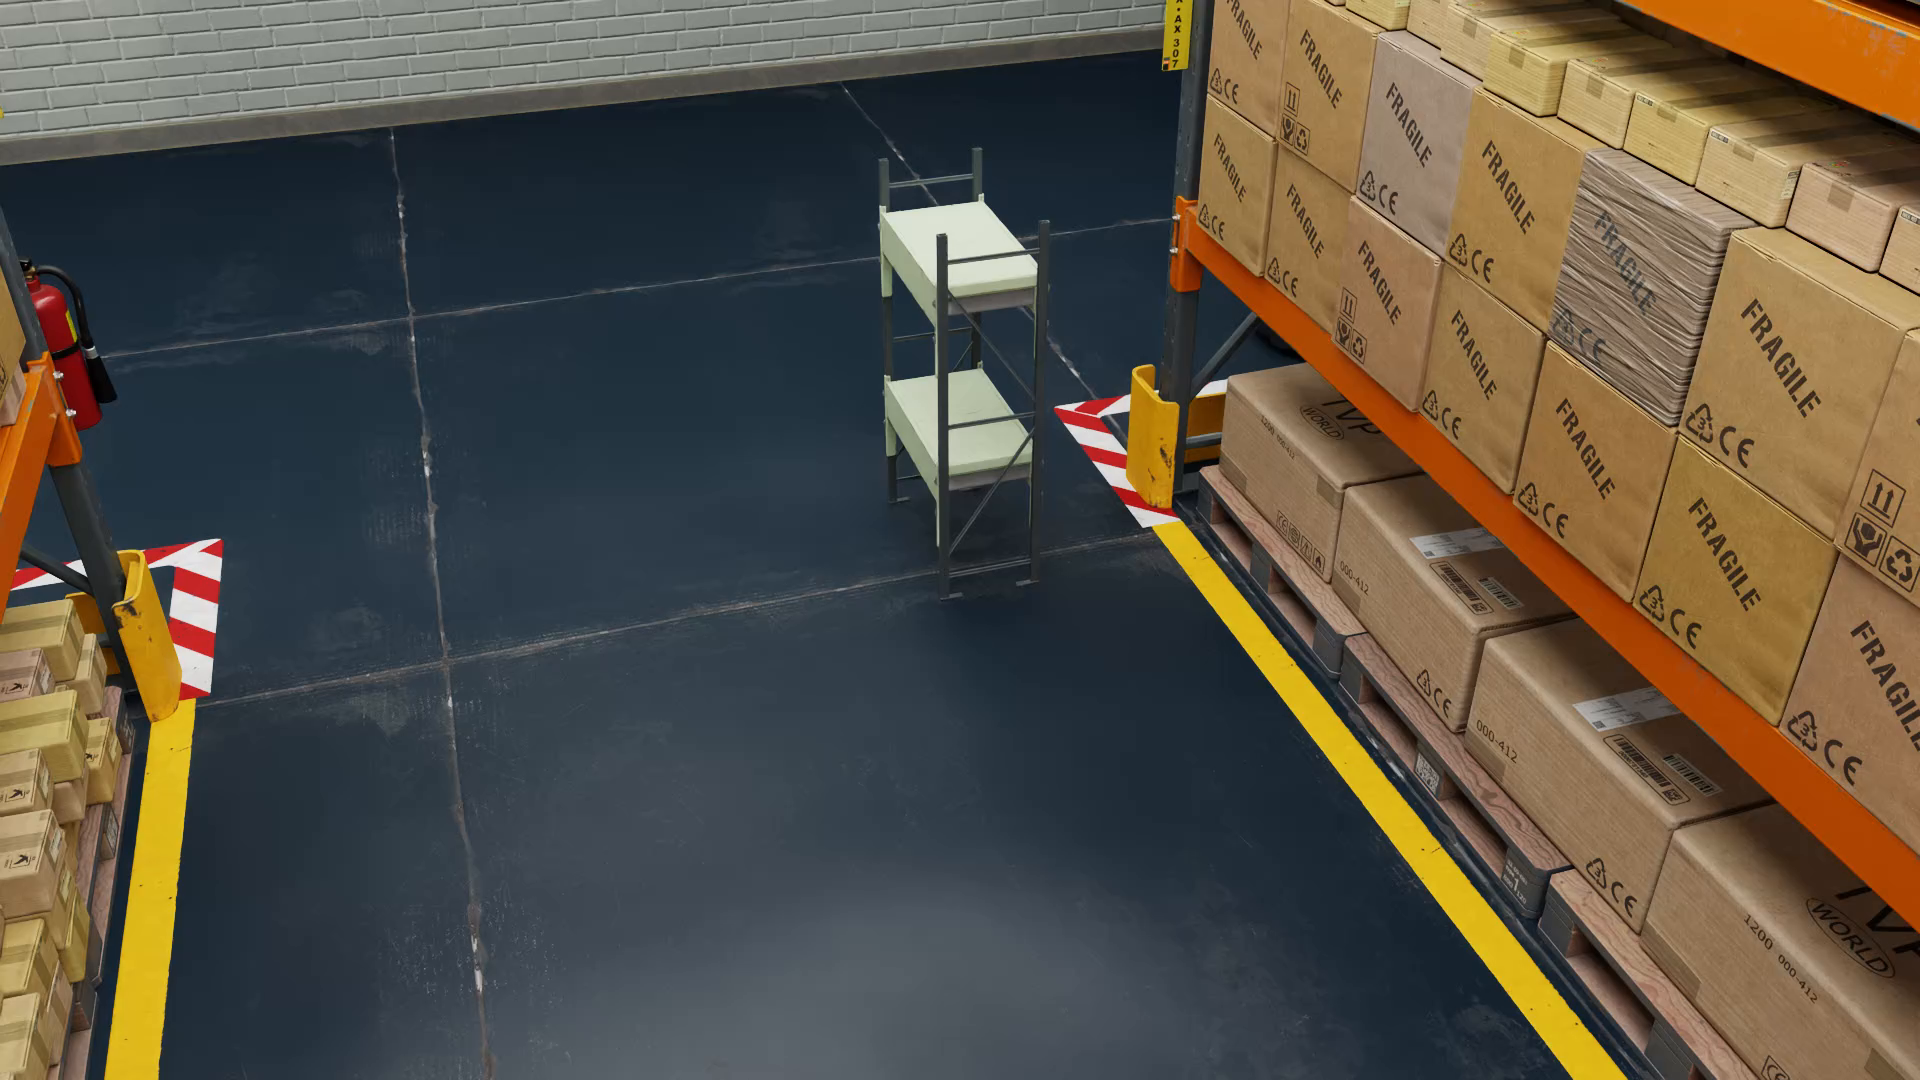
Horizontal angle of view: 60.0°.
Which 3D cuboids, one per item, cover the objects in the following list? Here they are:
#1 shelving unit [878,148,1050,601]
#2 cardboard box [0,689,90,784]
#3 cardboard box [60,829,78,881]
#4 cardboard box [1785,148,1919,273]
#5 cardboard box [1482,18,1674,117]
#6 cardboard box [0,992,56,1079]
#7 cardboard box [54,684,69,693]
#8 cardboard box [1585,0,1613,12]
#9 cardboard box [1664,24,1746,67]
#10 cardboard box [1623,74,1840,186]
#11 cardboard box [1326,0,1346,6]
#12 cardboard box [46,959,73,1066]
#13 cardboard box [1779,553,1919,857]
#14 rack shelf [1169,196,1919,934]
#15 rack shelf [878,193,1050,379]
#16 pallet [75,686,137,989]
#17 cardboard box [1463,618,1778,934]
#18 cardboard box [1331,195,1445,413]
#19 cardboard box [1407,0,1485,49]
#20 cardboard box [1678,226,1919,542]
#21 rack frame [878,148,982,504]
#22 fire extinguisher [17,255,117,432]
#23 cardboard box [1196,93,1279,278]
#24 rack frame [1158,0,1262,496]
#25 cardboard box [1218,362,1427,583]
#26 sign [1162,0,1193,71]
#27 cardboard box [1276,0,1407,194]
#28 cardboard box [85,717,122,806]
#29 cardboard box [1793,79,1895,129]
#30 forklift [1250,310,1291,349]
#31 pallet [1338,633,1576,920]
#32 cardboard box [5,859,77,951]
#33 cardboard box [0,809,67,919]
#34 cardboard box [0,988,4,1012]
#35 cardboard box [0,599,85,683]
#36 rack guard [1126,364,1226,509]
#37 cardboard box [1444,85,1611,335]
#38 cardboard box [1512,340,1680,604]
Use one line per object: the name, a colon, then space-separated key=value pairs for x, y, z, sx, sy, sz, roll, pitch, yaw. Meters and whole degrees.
shelving unit: x=0.002 y=-0.622 z=6.331 sx=0.431 sy=1.500 sz=0.755 roll=-10 pitch=35 yaw=-15
cardboard box: x=-2.745 y=0.596 z=4.792 sx=0.380 sy=0.149 sz=0.250 roll=-11 pitch=35 yaw=-16
cardboard box: x=-2.749 y=0.993 z=4.732 sx=0.380 sy=0.149 sz=0.250 roll=-10 pitch=35 yaw=-14
cardboard box: x=1.999 y=-0.704 z=3.508 sx=0.380 sy=0.149 sz=0.250 roll=-10 pitch=35 yaw=-15
cardboard box: x=1.591 y=-1.222 z=4.293 sx=0.380 sy=0.149 sz=0.250 roll=-11 pitch=35 yaw=-16
cardboard box: x=-2.435 y=1.278 z=4.031 sx=0.380 sy=0.149 sz=0.250 roll=-10 pitch=35 yaw=-14
cardboard box: x=-2.908 y=0.604 z=5.050 sx=0.380 sy=0.149 sz=0.250 roll=-11 pitch=35 yaw=-16
cardboard box: x=1.923 y=-1.583 z=4.838 sx=0.380 sy=0.149 sz=0.250 roll=-10 pitch=35 yaw=-15
cardboard box: x=2.117 y=-1.320 z=4.441 sx=0.380 sy=0.149 sz=0.250 roll=-9 pitch=34 yaw=-13
cardboard box: x=1.807 y=-0.966 z=3.905 sx=0.380 sy=0.149 sz=0.250 roll=-11 pitch=35 yaw=-16
cardboard box: x=1.276 y=-1.762 z=5.110 sx=0.380 sy=0.149 sz=0.250 roll=-9 pitch=34 yaw=-13
cardboard box: x=-2.548 y=1.263 z=4.323 sx=0.380 sy=0.149 sz=0.250 roll=-9 pitch=35 yaw=-14
cardboard box: x=2.149 y=0.311 z=3.468 sx=0.500 sy=0.500 sz=0.500 roll=-10 pitch=35 yaw=-14
rack shelf: x=1.924 y=-0.197 z=4.979 sx=1.077 sy=0.370 sz=4.000 roll=-10 pitch=35 yaw=-15
rack shelf: x=0.002 y=-0.948 z=6.116 sx=0.431 sy=0.370 sz=0.720 roll=-10 pitch=35 yaw=-15
pallet: x=-3.132 y=0.974 z=5.084 sx=1.003 sy=0.211 sz=1.213 roll=-10 pitch=35 yaw=-15
cardboard box: x=2.171 y=0.629 z=5.020 sx=0.875 sy=0.438 sz=0.875 roll=-11 pitch=35 yaw=-16
cardboard box: x=1.505 y=-0.757 z=5.085 sx=0.500 sy=0.500 sz=0.500 roll=-10 pitch=35 yaw=-15
cardboard box: x=1.504 y=-1.498 z=4.710 sx=0.380 sy=0.149 sz=0.250 roll=-10 pitch=35 yaw=-14
cardboard box: x=1.980 y=-0.375 z=3.599 sx=0.500 sy=0.500 sz=0.500 roll=-11 pitch=35 yaw=-15
rack frame: x=-0.110 y=-0.814 z=6.622 sx=0.400 sy=1.500 sz=0.023 roll=-10 pitch=35 yaw=-15
fire extinguisher: x=-3.007 y=-0.683 z=5.472 sx=0.296 sy=0.674 sz=0.183 roll=-10 pitch=35 yaw=-15
cardboard box: x=1.187 y=-1.288 z=5.888 sx=0.500 sy=0.500 sz=0.500 roll=-10 pitch=35 yaw=-15
rack frame: x=1.314 y=-1.547 z=6.370 sx=1.000 sy=3.000 sz=0.127 roll=-10 pitch=35 yaw=-15
cardboard box: x=1.610 y=-0.323 z=6.462 sx=0.875 sy=0.438 sz=0.875 roll=-11 pitch=35 yaw=-16
sign: x=0.783 y=-1.851 z=5.973 sx=0.100 sy=0.325 sz=0.005 roll=-10 pitch=35 yaw=-15
cardboard box: x=1.353 y=-1.436 z=5.204 sx=0.500 sy=0.500 sz=0.500 roll=-11 pitch=35 yaw=-16
cardboard box: x=-2.836 y=0.712 z=5.156 sx=0.380 sy=0.149 sz=0.250 roll=-9 pitch=35 yaw=-13
cardboard box: x=2.247 y=-1.048 z=4.029 sx=0.380 sy=0.149 sz=0.250 roll=-10 pitch=35 yaw=-15
forklift: x=2.829 y=-1.840 z=6.876 sx=1.130 sy=2.935 sz=3.031 roll=-29 pitch=43 yaw=-36
pallet: x=2.001 y=0.663 z=5.556 sx=1.003 sy=0.211 sz=1.213 roll=-10 pitch=35 yaw=-15
cardboard box: x=-2.606 y=1.000 z=4.451 sx=0.380 sy=0.149 sz=0.250 roll=-10 pitch=35 yaw=-14
cardboard box: x=-2.591 y=0.874 z=4.371 sx=0.380 sy=0.149 sz=0.250 roll=-9 pitch=34 yaw=-13
cardboard box: x=-2.510 y=1.164 z=3.933 sx=0.380 sy=0.149 sz=0.250 roll=-10 pitch=35 yaw=-14
cardboard box: x=-2.967 y=0.340 z=5.180 sx=0.380 sy=0.149 sz=0.250 roll=-10 pitch=35 yaw=-14
rack guard: x=1.306 y=-0.517 z=7.078 sx=1.175 sy=0.500 sz=0.348 roll=-10 pitch=35 yaw=-15
cardboard box: x=1.670 y=-0.905 z=4.401 sx=0.500 sy=0.500 sz=0.500 roll=-10 pitch=35 yaw=-15
cardboard box: x=1.819 y=-0.220 z=4.271 sx=0.500 sy=0.500 sz=0.500 roll=-11 pitch=35 yaw=-15
